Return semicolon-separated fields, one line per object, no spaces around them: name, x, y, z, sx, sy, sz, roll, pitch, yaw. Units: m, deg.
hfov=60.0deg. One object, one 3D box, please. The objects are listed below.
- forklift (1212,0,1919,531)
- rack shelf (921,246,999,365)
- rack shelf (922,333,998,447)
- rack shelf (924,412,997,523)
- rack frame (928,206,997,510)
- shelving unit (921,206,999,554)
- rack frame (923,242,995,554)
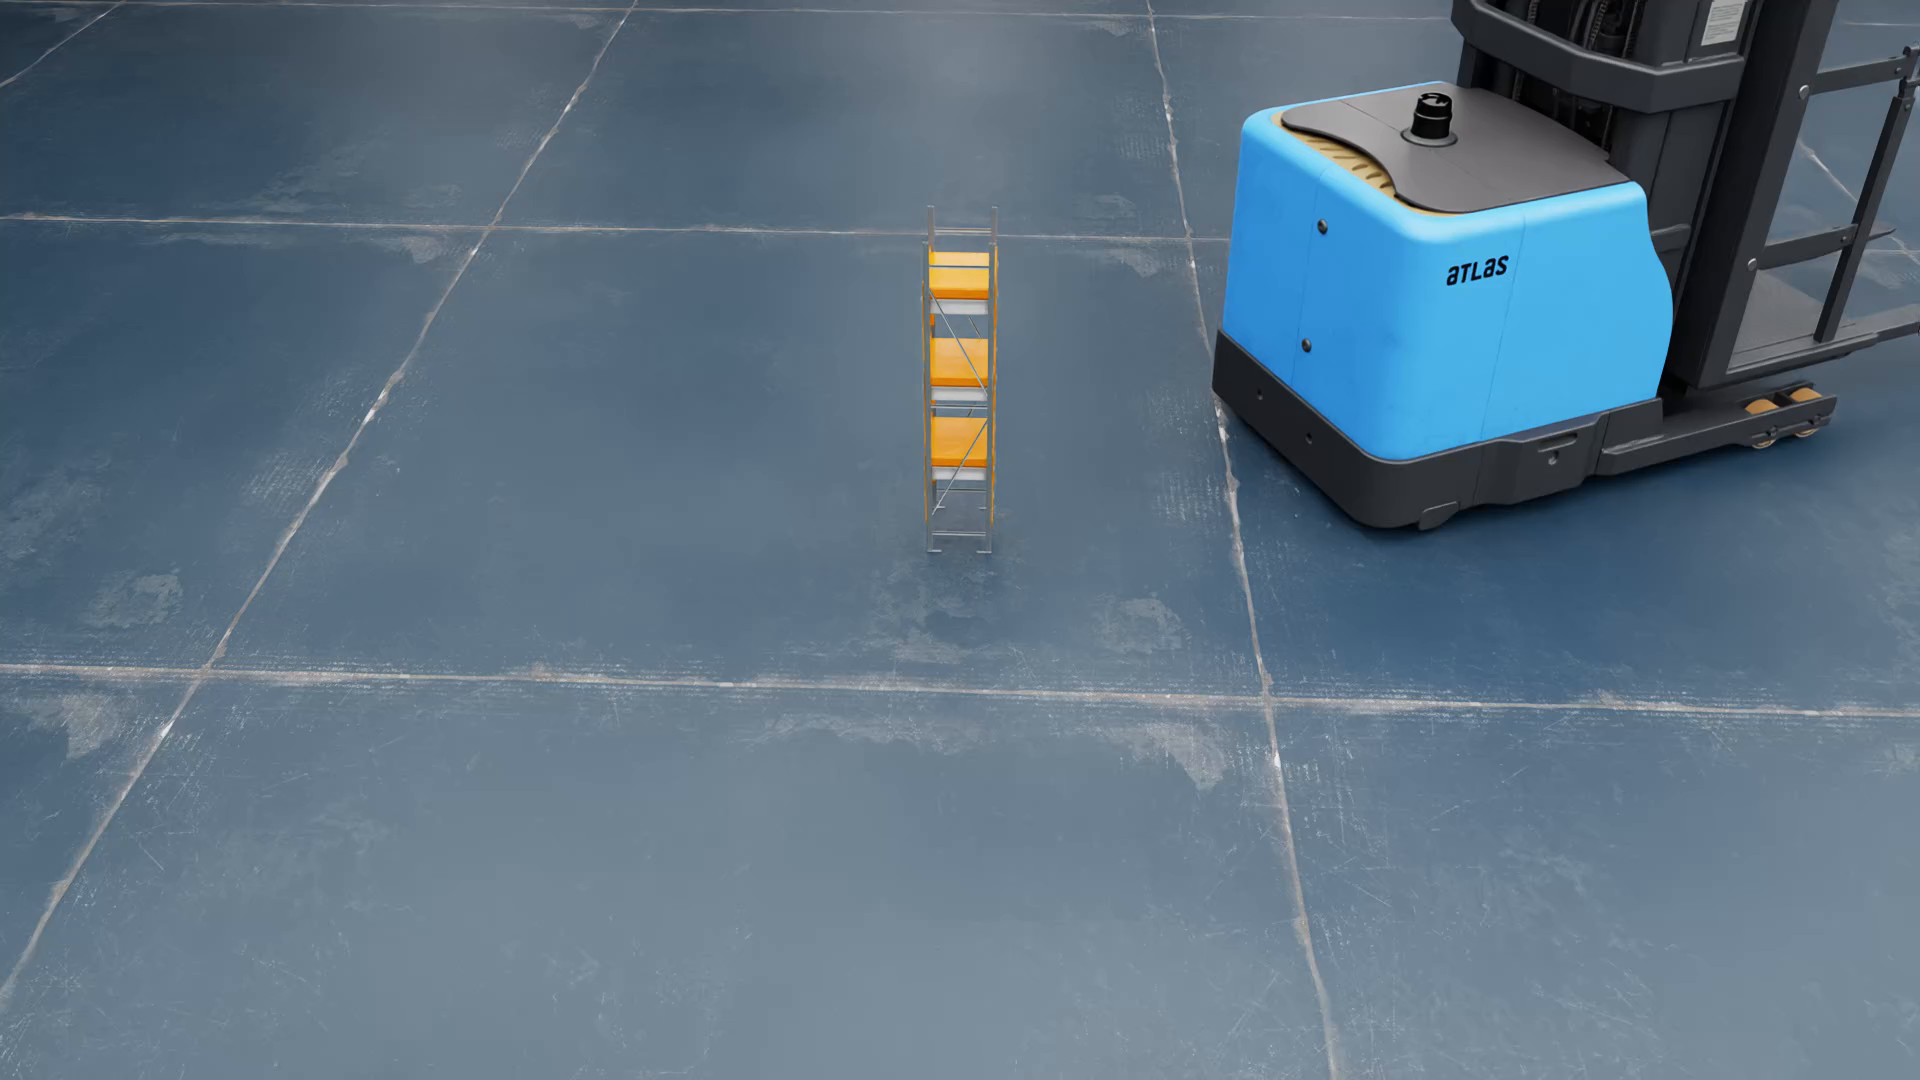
forklift;2.458;-1.777;5.229;3.031;2.935;1.130;-14;37;-19
rack shelf;0.002;-0.684;4.835;0.215;0.259;0.240;1;35;2
rack shelf;0.002;-0.452;4.998;0.215;0.259;0.240;1;35;2
rack shelf;0.002;-0.224;5.158;0.215;0.259;0.240;1;35;2
rack frame;0.007;-0.530;5.092;0.200;1.050;0.008;1;35;2
shelving unit;0.002;-0.460;4.992;0.215;1.050;0.252;1;35;2
rack frame;-0.003;-0.390;4.892;0.200;1.050;0.008;1;35;2
